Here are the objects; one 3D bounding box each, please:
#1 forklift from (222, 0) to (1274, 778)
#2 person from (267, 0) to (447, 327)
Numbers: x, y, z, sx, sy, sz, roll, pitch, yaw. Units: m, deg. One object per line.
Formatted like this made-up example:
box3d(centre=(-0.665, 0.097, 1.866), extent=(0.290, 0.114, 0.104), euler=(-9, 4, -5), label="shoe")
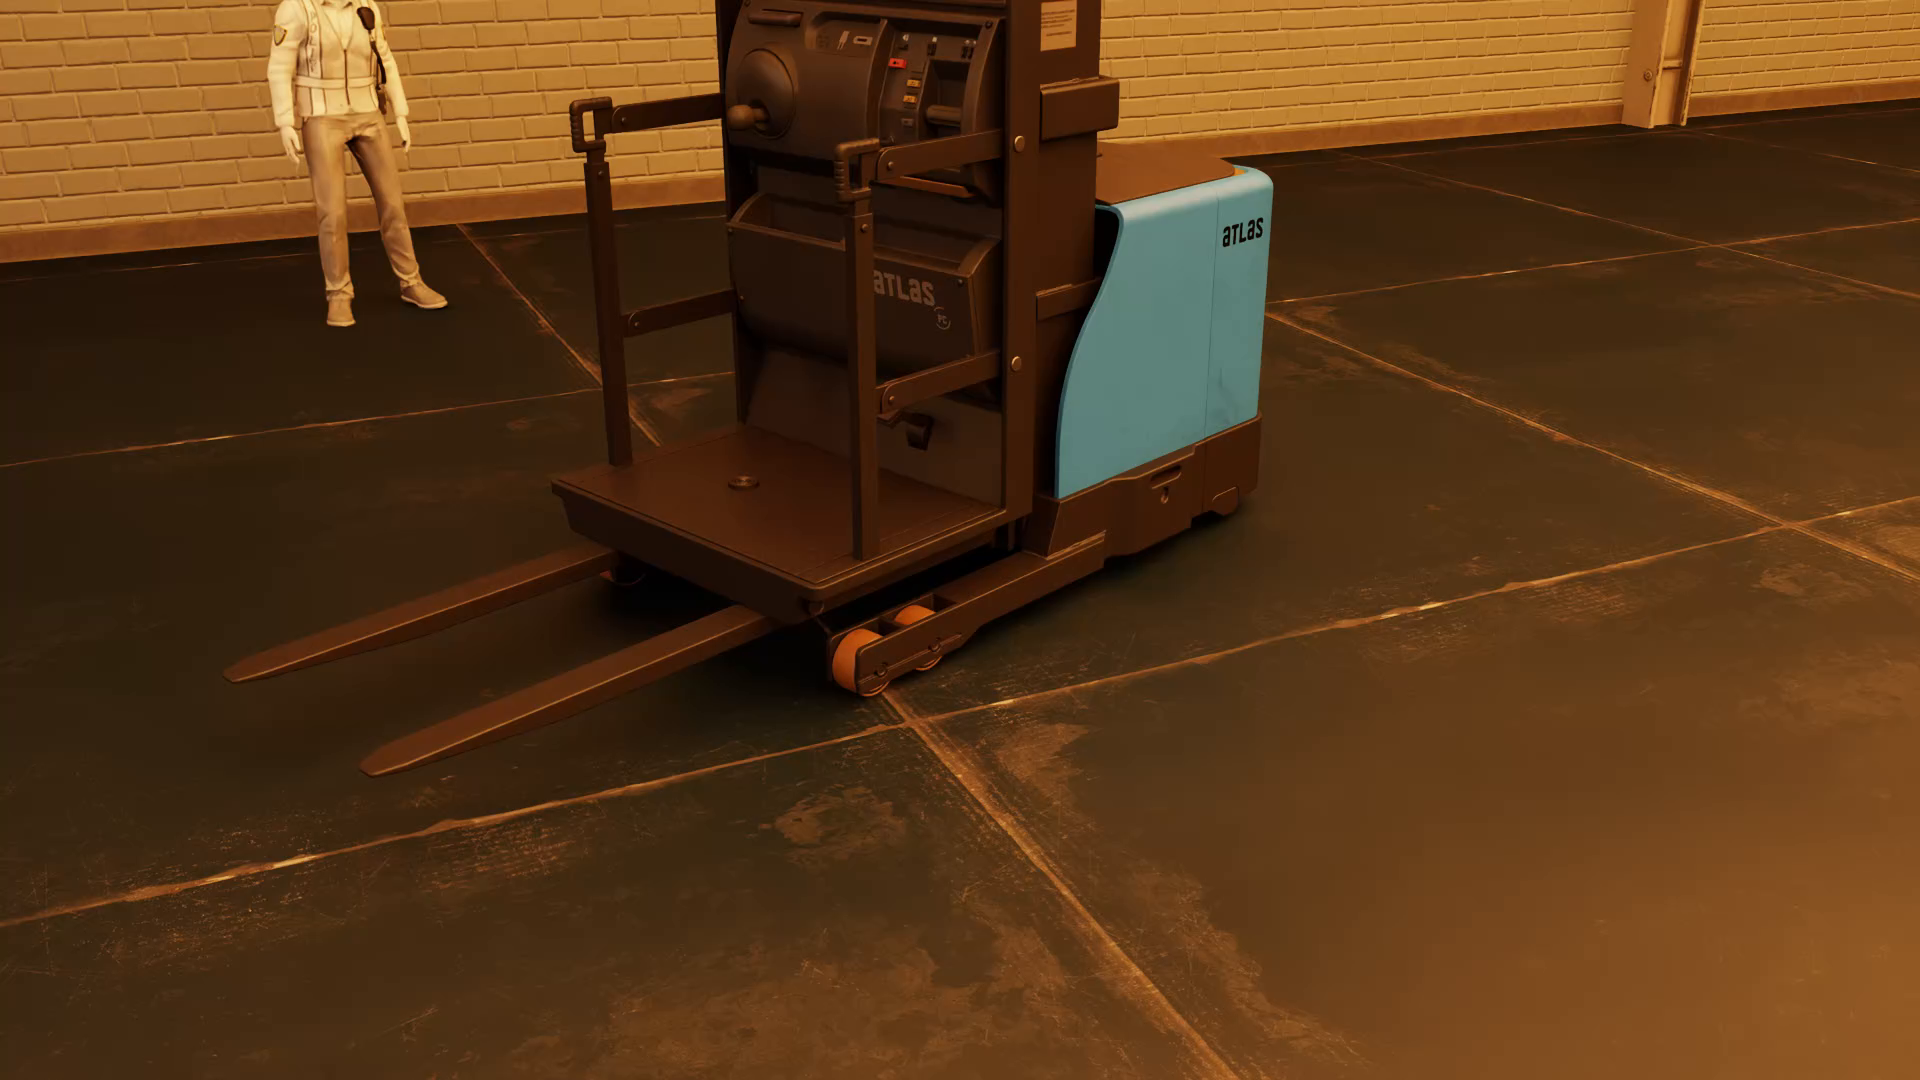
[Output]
box3d(centre=(-0.413, -1.182, 4.131), extent=(1.130, 2.935, 3.031), euler=(19, 29, 39), label="forklift")
box3d(centre=(-2.692, -1.815, 7.313), extent=(0.610, 1.667, 0.397), euler=(-18, 29, -37), label="person")
